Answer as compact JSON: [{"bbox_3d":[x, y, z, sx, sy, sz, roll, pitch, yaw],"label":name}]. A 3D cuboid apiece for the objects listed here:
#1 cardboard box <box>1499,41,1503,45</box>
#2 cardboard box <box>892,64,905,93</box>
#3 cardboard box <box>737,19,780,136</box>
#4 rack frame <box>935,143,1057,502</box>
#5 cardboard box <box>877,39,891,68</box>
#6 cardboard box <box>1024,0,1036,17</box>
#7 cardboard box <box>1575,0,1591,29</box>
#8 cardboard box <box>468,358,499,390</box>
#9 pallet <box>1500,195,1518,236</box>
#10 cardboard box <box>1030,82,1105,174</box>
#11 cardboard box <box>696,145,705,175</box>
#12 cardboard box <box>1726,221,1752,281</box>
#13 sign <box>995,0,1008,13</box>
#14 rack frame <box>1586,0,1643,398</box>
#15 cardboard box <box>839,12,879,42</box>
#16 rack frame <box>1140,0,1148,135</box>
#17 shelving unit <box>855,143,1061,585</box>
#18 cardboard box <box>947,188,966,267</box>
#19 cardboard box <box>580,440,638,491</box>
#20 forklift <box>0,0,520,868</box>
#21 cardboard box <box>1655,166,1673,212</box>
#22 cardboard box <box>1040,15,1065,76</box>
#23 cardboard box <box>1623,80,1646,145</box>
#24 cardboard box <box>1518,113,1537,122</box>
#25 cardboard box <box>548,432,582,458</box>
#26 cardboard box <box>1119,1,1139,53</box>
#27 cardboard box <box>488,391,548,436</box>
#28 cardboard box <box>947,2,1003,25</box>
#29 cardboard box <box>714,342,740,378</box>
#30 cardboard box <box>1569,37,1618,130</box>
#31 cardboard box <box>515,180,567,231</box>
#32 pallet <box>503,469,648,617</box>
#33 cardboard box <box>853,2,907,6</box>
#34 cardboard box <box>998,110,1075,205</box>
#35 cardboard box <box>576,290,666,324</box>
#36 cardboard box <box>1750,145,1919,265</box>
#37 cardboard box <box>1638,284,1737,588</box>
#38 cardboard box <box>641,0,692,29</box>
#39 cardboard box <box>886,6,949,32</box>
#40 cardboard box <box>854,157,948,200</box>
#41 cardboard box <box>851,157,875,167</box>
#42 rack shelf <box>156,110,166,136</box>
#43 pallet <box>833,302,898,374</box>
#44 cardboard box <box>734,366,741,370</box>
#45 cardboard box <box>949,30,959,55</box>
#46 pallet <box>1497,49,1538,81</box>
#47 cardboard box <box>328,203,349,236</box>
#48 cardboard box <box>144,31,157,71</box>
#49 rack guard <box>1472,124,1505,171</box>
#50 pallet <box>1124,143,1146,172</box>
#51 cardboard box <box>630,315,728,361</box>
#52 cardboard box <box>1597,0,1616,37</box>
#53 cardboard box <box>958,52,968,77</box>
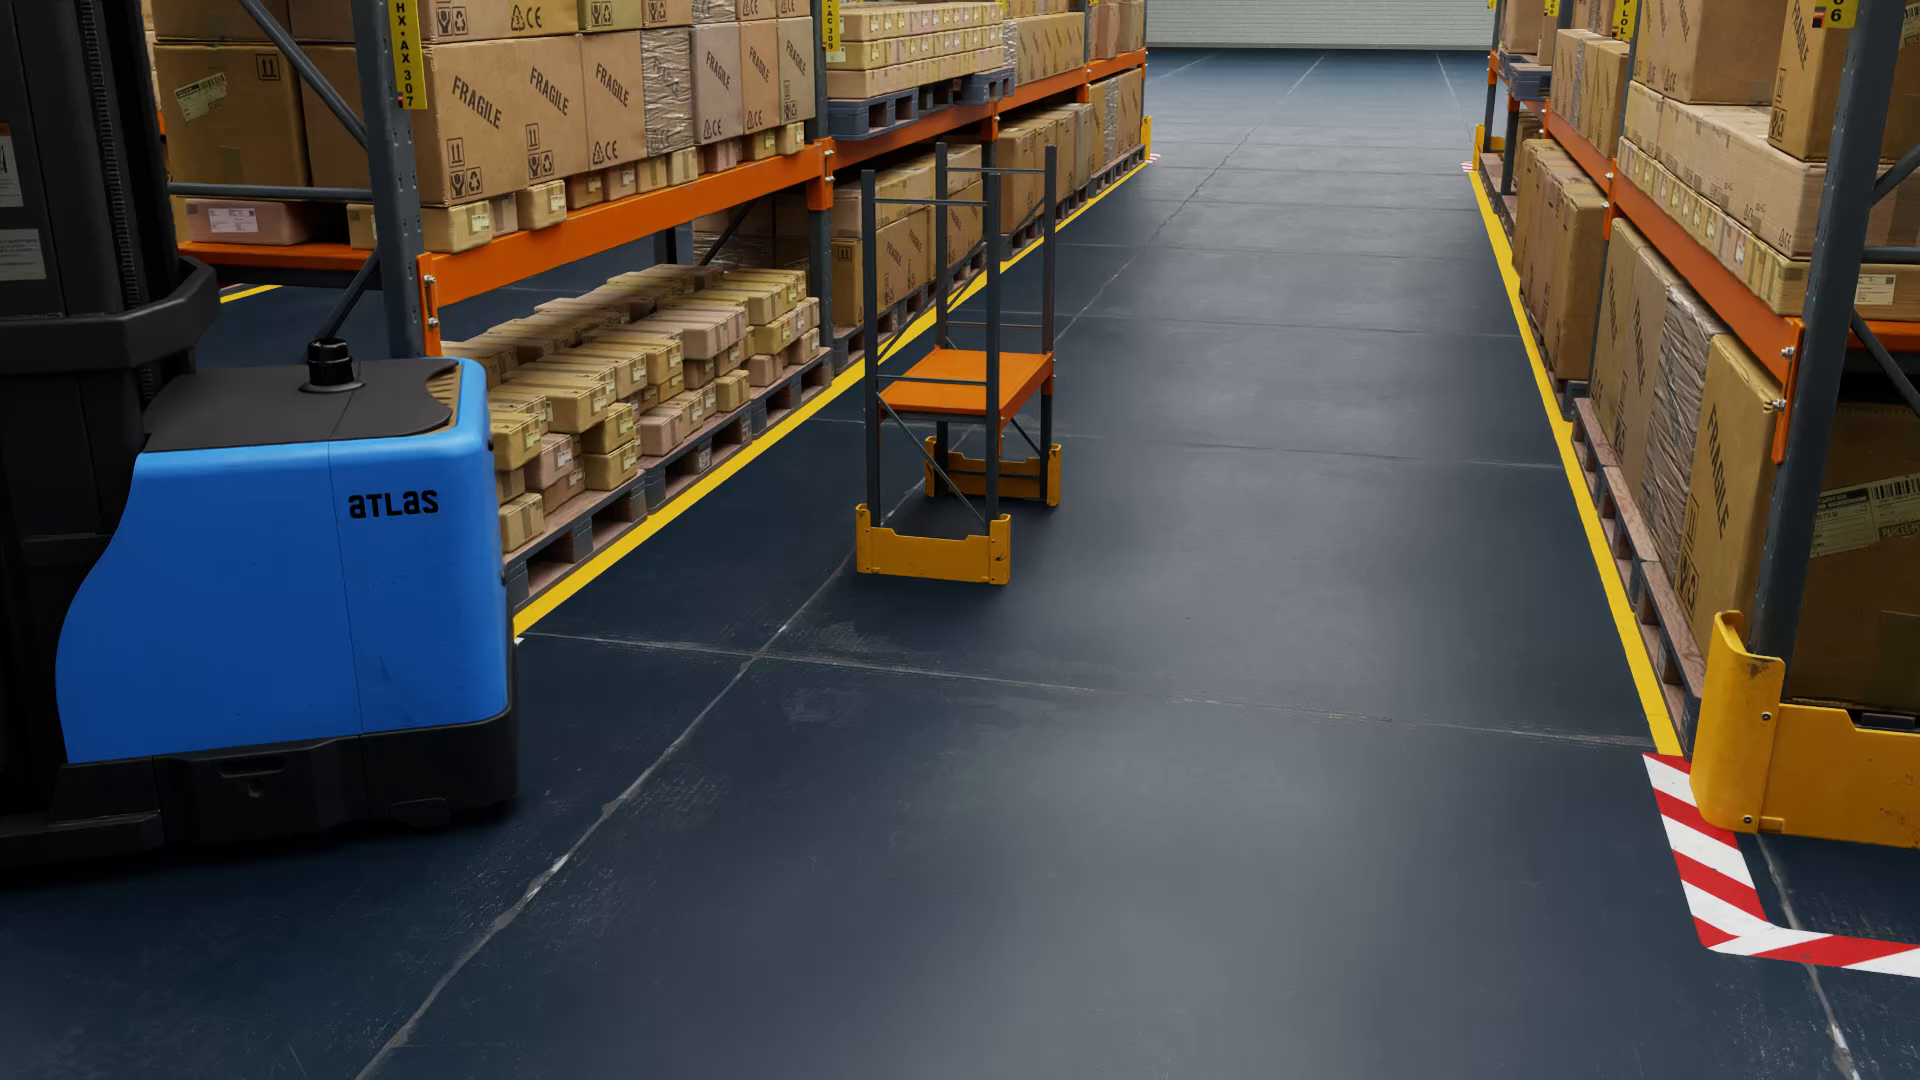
[{"bbox_3d":[6.057,-5.337,18.060,0.380,0.149,0.250,5,19,13],"label":"cardboard box"},{"bbox_3d":[-0.534,-2.675,9.616,0.380,0.149,0.250,5,19,14],"label":"cardboard box"},{"bbox_3d":[-1.176,-2.194,7.855,0.500,0.500,0.500,4,19,12],"label":"cardboard box"},{"bbox_3d":[0.145,-0.896,6.990,0.500,1.500,0.032,5,19,13],"label":"rack frame"},{"bbox_3d":[-0.600,-2.731,9.322,0.380,0.149,0.250,4,19,12],"label":"cardboard box"},{"bbox_3d":[0.263,-4.736,14.211,0.700,0.500,0.500,4,19,13],"label":"cardboard box"},{"bbox_3d":[4.652,-3.591,11.756,0.500,0.500,0.500,2,19,7],"label":"cardboard box"},{"bbox_3d":[-2.115,-0.647,6.782,0.380,0.149,0.250,4,19,11],"label":"cardboard box"},{"bbox_3d":[5.347,-2.863,14.742,1.003,0.211,1.213,5,19,13],"label":"pallet"},{"bbox_3d":[0.973,-4.235,17.082,0.875,0.875,0.875,5,19,14],"label":"cardboard box"},{"bbox_3d":[-1.365,-1.705,7.427,0.380,0.149,0.250,4,19,13],"label":"cardboard box"},{"bbox_3d":[2.496,-0.844,4.908,0.380,0.149,0.250,5,19,14],"label":"cardboard box"},{"bbox_3d":[0.302,-4.066,12.284,0.100,0.325,0.005,5,19,13],"label":"sign"},{"bbox_3d":[3.581,-1.919,7.665,1.000,3.000,0.127,5,19,13],"label":"rack frame"},{"bbox_3d":[-0.661,-2.791,9.036,0.380,0.149,0.250,6,20,16],"label":"cardboard box"},{"bbox_3d":[1.728,-6.103,19.916,1.000,3.000,0.127,5,19,13],"label":"rack frame"},{"bbox_3d":[0.019,-0.734,6.515,0.587,1.500,1.083,5,19,13],"label":"shelving unit"},{"bbox_3d":[-0.264,-2.222,11.771,0.500,0.500,0.500,5,20,16],"label":"cardboard box"},{"bbox_3d":[-1.535,-0.315,6.731,0.380,0.149,0.250,5,19,14],"label":"cardboard box"},{"bbox_3d":[-2.767,-0.662,4.091,3.031,2.935,1.130,-5,19,-14],"label":"forklift"},{"bbox_3d":[2.870,-1.327,6.321,0.380,0.149,0.250,5,19,14],"label":"cardboard box"},{"bbox_3d":[0.636,-4.396,14.761,0.500,0.500,0.500,5,19,14],"label":"cardboard box"},{"bbox_3d":[3.213,-1.862,7.270,0.500,0.250,0.500,4,19,12],"label":"cardboard box"},{"bbox_3d":[6.232,-4.311,17.887,0.500,0.500,0.500,10,21,28],"label":"cardboard box"},{"bbox_3d":[-1.708,-0.388,6.483,0.380,0.149,0.250,5,19,14],"label":"cardboard box"},{"bbox_3d":[1.568,-5.880,19.031,0.875,0.550,0.550,5,19,13],"label":"cardboard box"},{"bbox_3d":[-1.773,-0.453,6.213,0.380,0.149,0.250,5,19,14],"label":"cardboard box"},{"bbox_3d":[0.099,-3.767,11.896,0.380,0.149,0.250,4,19,11],"label":"cardboard box"},{"bbox_3d":[-1.274,-0.885,7.940,0.380,0.149,0.250,5,20,15],"label":"cardboard box"},{"bbox_3d":[3.807,-2.610,9.533,0.500,0.500,0.500,5,19,14],"label":"cardboard box"},{"bbox_3d":[-1.644,-1.208,5.973,0.380,0.149,0.250,4,19,12],"label":"cardboard box"},{"bbox_3d":[-1.929,-0.045,6.491,1.003,0.211,1.213,5,19,13],"label":"pallet"},{"bbox_3d":[-0.590,-3.743,11.825,0.380,0.149,0.250,4,19,12],"label":"cardboard box"},{"bbox_3d":[0.447,-3.480,15.066,1.050,0.750,0.750,5,19,13],"label":"cardboard box"},{"bbox_3d":[-1.669,-1.133,8.206,0.380,0.149,0.250,4,19,12],"label":"cardboard box"},{"bbox_3d":[2.465,-0.908,4.476,0.500,0.250,0.500,4,19,13],"label":"cardboard box"},{"bbox_3d":[2.905,-0.350,5.710,0.875,0.875,0.875,5,19,13],"label":"cardboard box"},{"bbox_3d":[-1.427,-2.349,6.763,0.500,0.500,0.500,4,19,12],"label":"cardboard box"},{"bbox_3d":[-0.284,-3.281,10.471,0.380,0.149,0.250,5,20,15],"label":"cardboard box"},{"bbox_3d":[-0.391,-2.414,11.173,0.500,0.250,0.500,5,20,15],"label":"cardboard box"},{"bbox_3d":[-0.887,-2.457,11.296,0.500,0.250,0.500,5,19,14],"label":"cardboard box"},{"bbox_3d":[-5.540,-2.988,11.908,1.077,0.370,4.000,5,19,13],"label":"rack shelf"},{"bbox_3d":[-1.015,-1.267,10.070,1.003,0.211,1.213,5,19,13],"label":"pallet"},{"bbox_3d":[-1.298,-0.806,8.168,0.380,0.149,0.250,4,19,12],"label":"cardboard box"},{"bbox_3d":[-0.218,-3.221,10.757,0.380,0.149,0.250,5,20,15],"label":"cardboard box"},{"bbox_3d":[5.208,-4.107,14.369,1.003,0.211,1.213,5,19,13],"label":"pallet"},{"bbox_3d":[-2.278,-1.169,5.858,0.380,0.149,0.250,5,19,13],"label":"cardboard box"},{"bbox_3d":[-5.547,-3.148,10.723,0.500,0.250,0.500,5,19,14],"label":"cardboard box"},{"bbox_3d":[6.495,-4.473,19.011,1.175,0.500,0.348,5,19,13],"label":"rack guard"},{"bbox_3d":[1.609,-4.527,19.615,1.003,0.211,1.213,5,19,13],"label":"pallet"},{"bbox_3d":[-1.285,-0.927,7.600,0.380,0.149,0.250,4,19,11],"label":"cardboard box"},{"bbox_3d":[4.203,-3.263,9.892,0.797,0.503,0.637,5,20,15],"label":"cardboard box"},{"bbox_3d":[-0.154,-3.164,11.050,0.380,0.149,0.250,4,19,11],"label":"cardboard box"}]
